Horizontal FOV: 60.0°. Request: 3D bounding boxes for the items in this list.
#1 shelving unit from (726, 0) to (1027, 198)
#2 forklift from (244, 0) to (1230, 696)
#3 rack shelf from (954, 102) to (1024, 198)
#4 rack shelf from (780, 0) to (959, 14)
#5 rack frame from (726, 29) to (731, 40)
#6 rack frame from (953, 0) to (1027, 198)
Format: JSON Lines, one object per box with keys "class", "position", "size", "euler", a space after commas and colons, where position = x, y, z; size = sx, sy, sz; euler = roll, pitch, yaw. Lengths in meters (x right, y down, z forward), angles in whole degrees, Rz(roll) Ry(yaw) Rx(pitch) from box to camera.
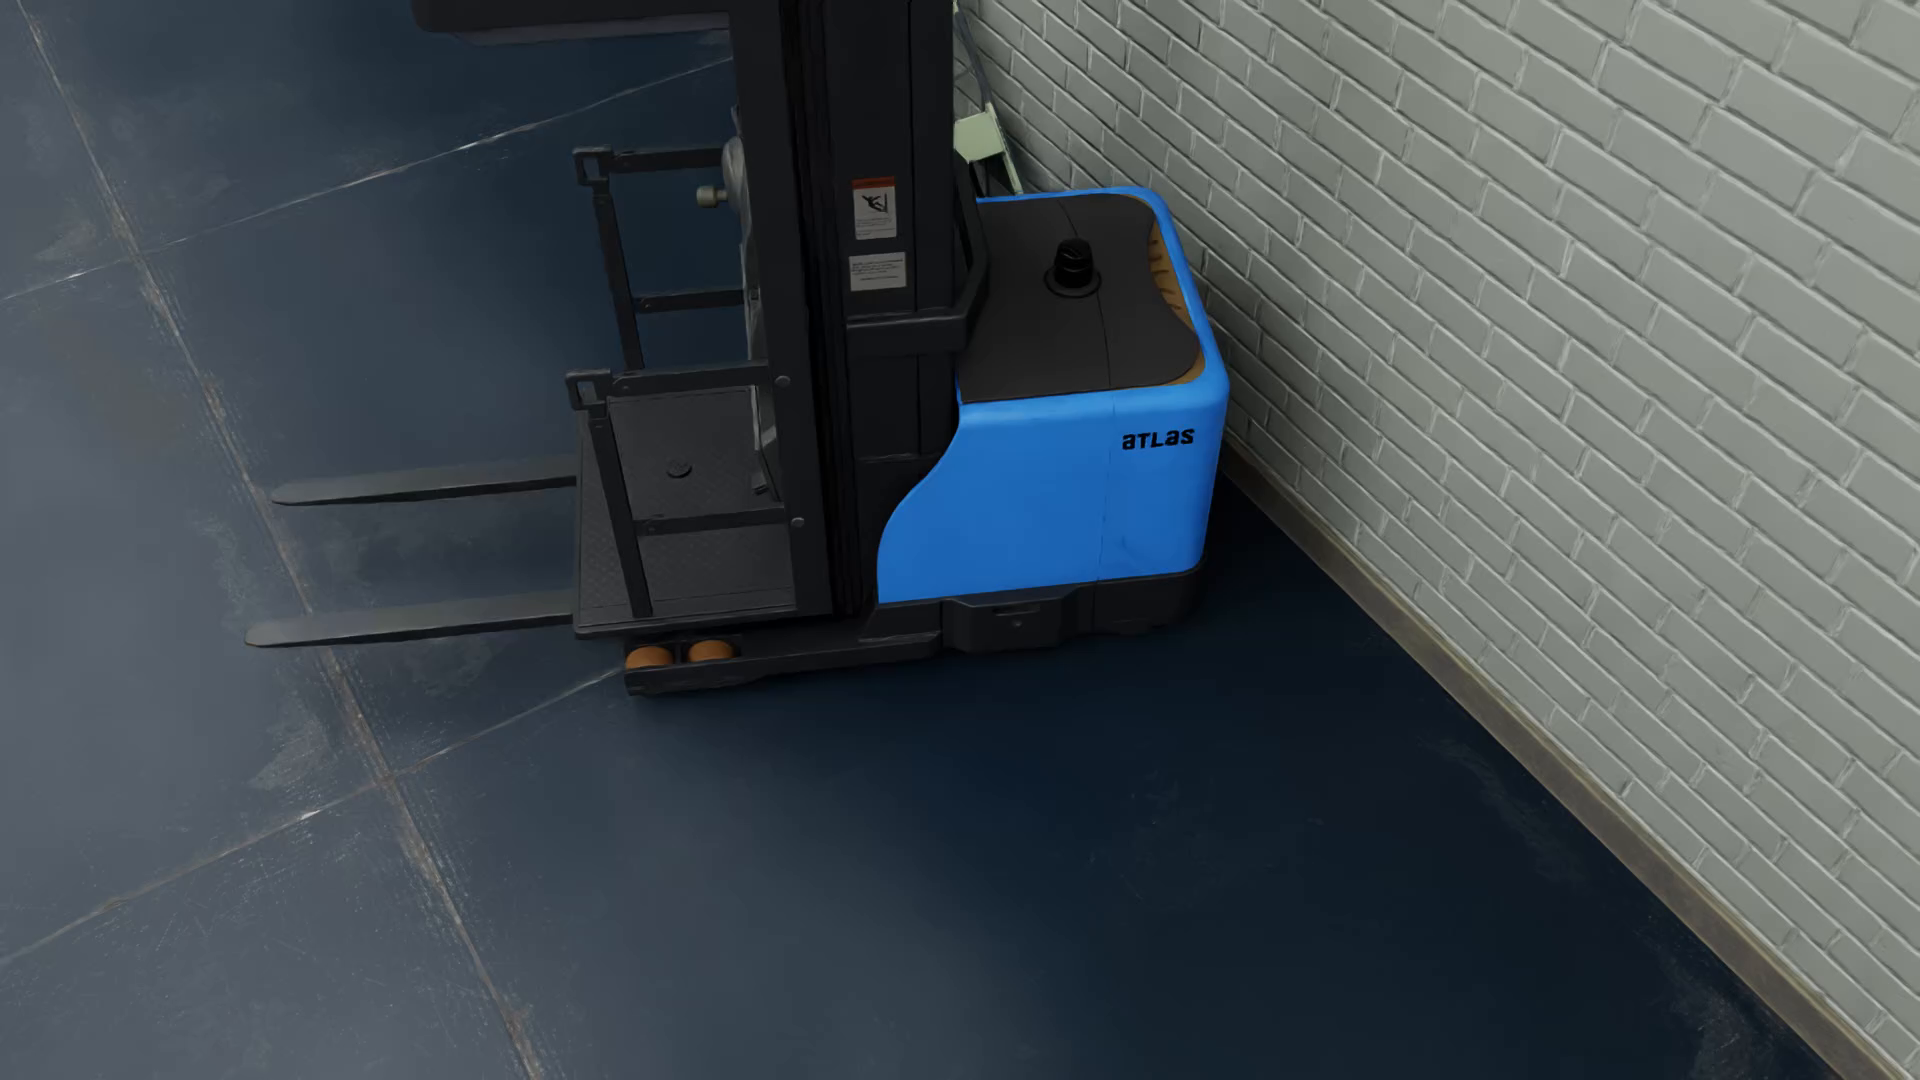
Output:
{"class": "shelving unit", "position": [-0.319, -1.633, 6.248], "size": [0.755, 1.500, 0.431], "euler": [-24, 10, -20]}
{"class": "forklift", "position": [-0.770, -0.903, 4.592], "size": [3.031, 2.935, 1.130], "euler": [-6, 49, -5]}
{"class": "rack shelf", "position": [-0.206, -1.331, 6.301], "size": [0.720, 0.370, 0.431], "euler": [-24, 10, -20]}
{"class": "rack shelf", "position": [-0.454, -1.993, 6.186], "size": [0.720, 0.370, 0.431], "euler": [-24, 10, -20]}
{"class": "rack frame", "position": [-0.632, -1.493, 6.121], "size": [0.023, 1.500, 0.400], "euler": [-24, 10, -20]}
{"class": "rack frame", "position": [-0.005, -1.772, 6.376], "size": [0.023, 1.500, 0.400], "euler": [-24, 10, -20]}
